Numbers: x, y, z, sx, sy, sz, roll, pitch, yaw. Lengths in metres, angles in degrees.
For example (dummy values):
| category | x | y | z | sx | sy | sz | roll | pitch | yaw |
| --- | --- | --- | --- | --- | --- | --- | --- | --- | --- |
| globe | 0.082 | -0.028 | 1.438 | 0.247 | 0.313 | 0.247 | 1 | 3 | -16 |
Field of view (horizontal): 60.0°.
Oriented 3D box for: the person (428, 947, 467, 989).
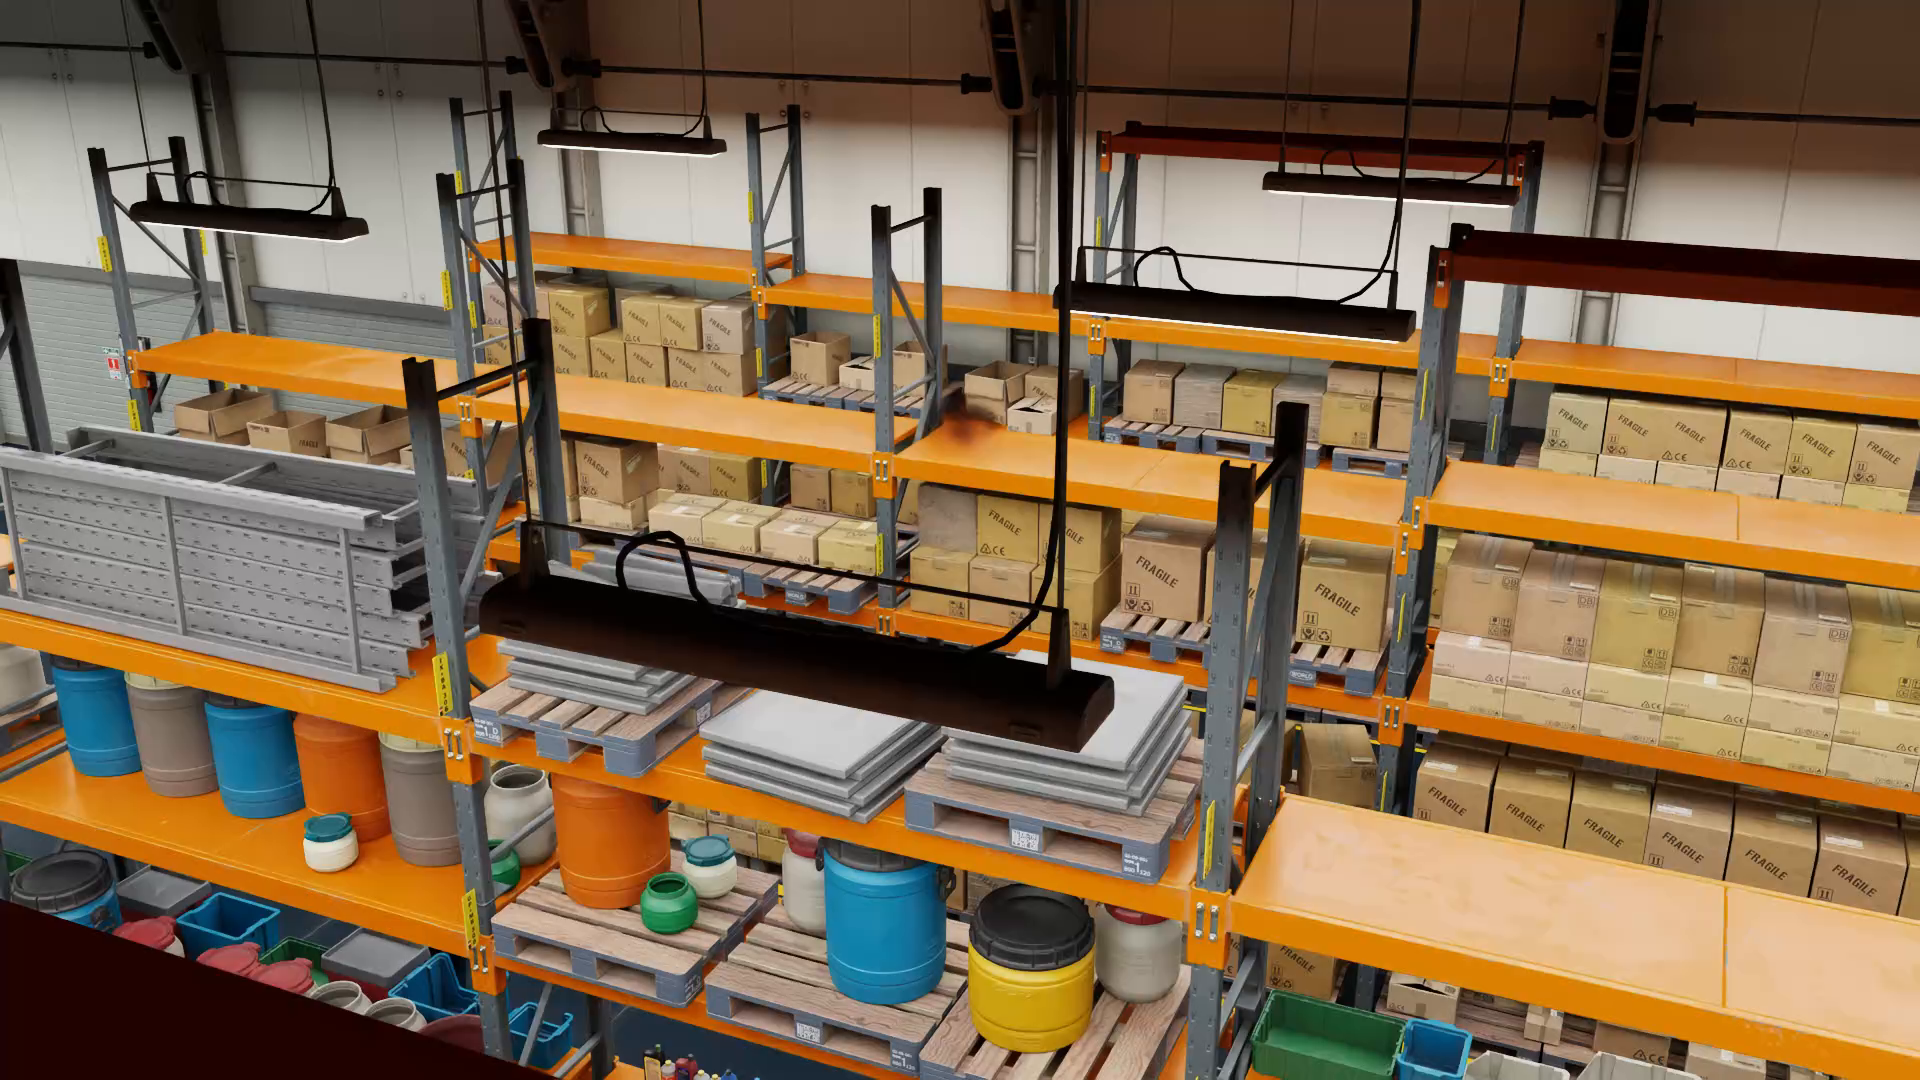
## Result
| category | x | y | z | sx | sy | sz | roll | pitch | yaw |
| --- | --- | --- | --- | --- | --- | --- | --- | --- | --- |
| person | -3.898 | 2.944 | 12.553 | 0.503 | 1.598 | 0.346 | 7 | 22 | 18 |
